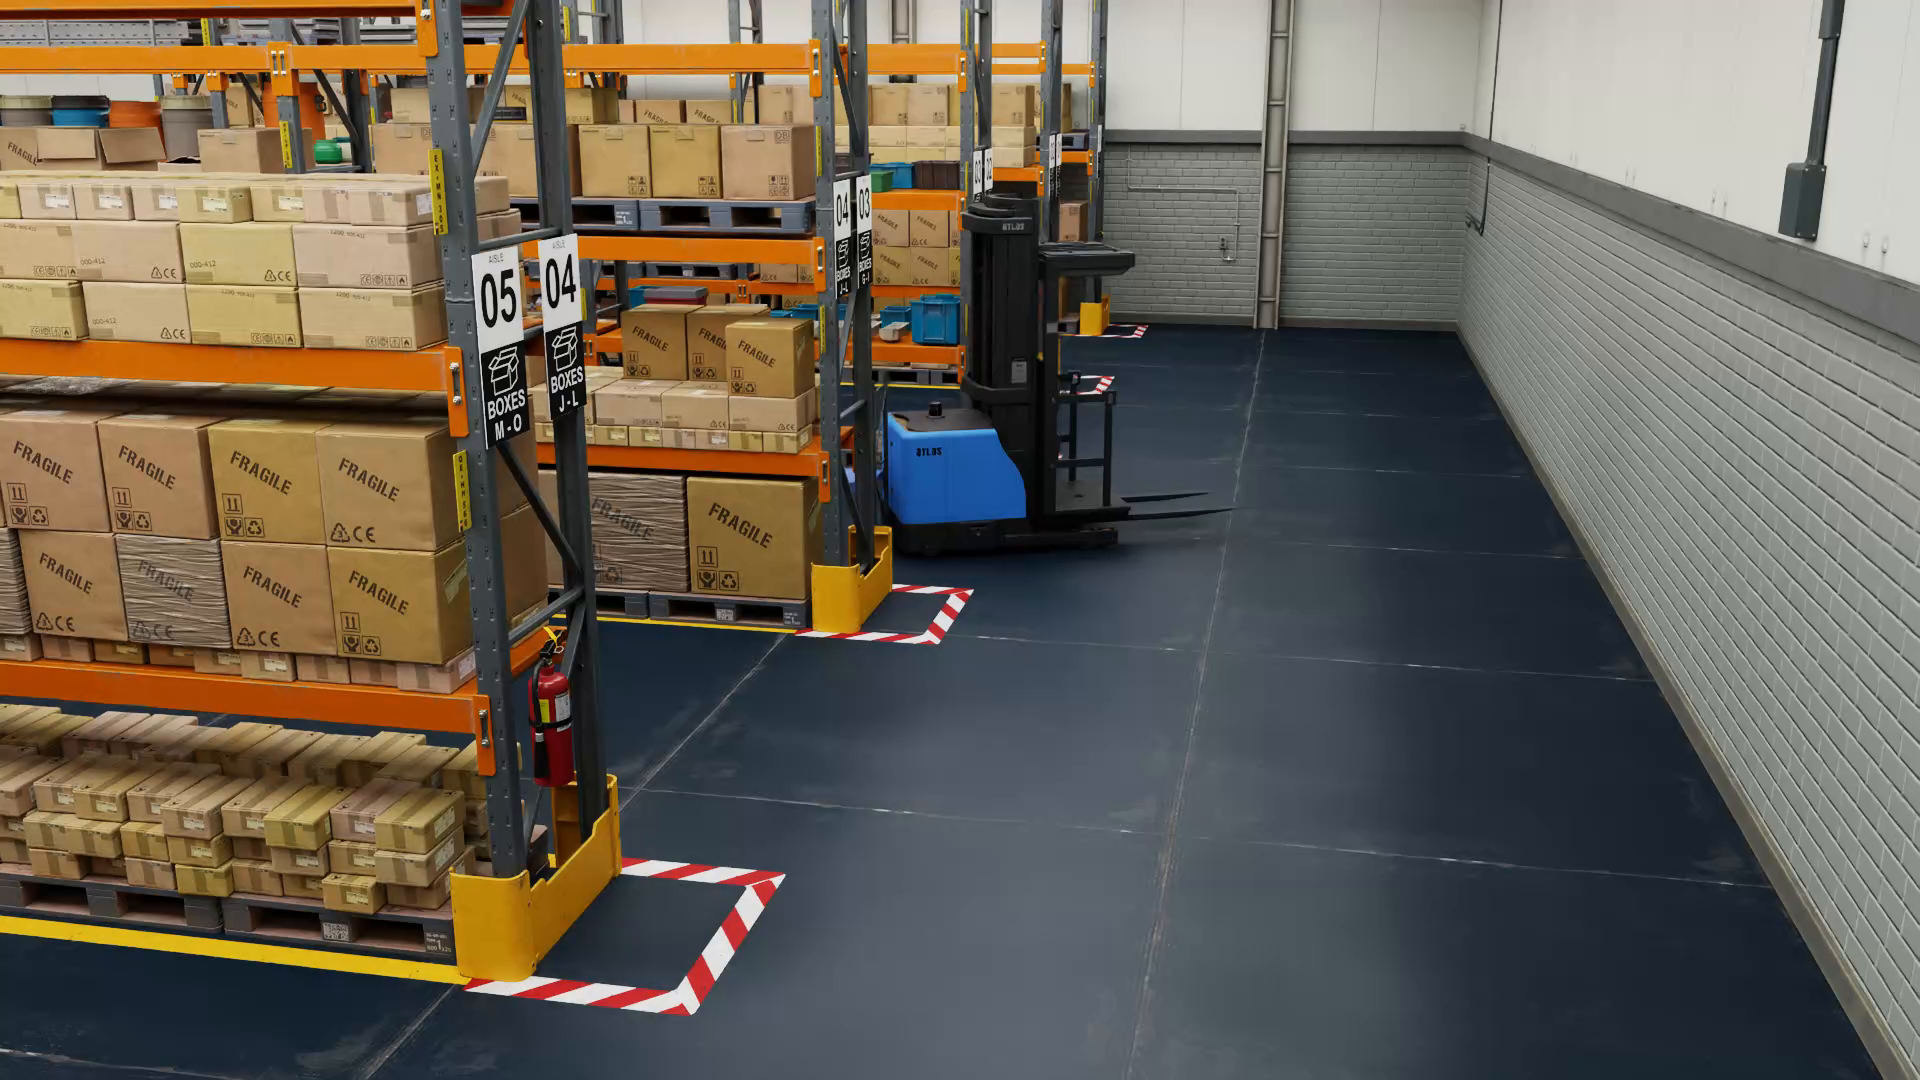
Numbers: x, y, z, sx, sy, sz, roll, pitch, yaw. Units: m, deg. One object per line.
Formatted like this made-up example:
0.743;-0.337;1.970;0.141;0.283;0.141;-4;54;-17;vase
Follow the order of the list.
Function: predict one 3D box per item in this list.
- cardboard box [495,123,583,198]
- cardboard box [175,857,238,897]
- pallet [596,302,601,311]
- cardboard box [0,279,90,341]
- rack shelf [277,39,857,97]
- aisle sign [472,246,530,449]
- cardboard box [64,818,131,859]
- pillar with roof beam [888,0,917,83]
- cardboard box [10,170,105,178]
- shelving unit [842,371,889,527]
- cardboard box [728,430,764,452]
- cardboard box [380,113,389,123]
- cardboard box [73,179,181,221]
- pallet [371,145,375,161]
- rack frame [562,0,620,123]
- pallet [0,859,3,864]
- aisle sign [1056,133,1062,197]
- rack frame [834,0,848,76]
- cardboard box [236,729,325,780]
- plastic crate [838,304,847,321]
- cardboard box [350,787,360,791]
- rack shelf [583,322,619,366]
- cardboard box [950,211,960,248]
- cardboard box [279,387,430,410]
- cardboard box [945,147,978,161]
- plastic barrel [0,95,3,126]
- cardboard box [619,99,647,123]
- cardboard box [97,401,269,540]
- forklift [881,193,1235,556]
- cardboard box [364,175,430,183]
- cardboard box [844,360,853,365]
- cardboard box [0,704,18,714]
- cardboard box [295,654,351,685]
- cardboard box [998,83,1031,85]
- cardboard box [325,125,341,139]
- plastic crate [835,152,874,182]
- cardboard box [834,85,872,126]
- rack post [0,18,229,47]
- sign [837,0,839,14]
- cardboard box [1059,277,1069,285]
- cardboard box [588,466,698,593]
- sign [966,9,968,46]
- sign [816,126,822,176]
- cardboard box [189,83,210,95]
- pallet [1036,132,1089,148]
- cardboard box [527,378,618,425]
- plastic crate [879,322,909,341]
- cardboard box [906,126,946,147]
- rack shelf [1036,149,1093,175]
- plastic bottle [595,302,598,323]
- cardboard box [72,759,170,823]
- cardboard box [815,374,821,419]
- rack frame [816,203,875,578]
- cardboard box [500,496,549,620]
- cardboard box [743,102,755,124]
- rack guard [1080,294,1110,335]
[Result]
-2.957;-2.762;12.065;0.500;0.500;0.700;4;16;14;cardboard box
-3.492;1.534;7.890;0.250;0.149;0.380;2;16;9;cardboard box
-6.470;-3.937;28.309;1.213;0.211;1.003;3;16;11;pallet
-3.922;-1.040;7.290;0.500;0.250;0.500;4;16;14;cardboard box
-2.786;-3.384;11.948;4.000;0.370;1.077;3;16;11;rack shelf
-1.902;-0.804;6.906;0.004;0.787;0.394;3;16;11;aisle sign
-4.030;1.364;7.946;0.250;0.149;0.380;3;16;12;cardboard box
-1.784;-6.980;22.833;0.400;9.000;9.100;3;16;11;pillar with roof beam
-4.200;-1.646;7.792;0.250;0.149;0.380;3;16;11;cardboard box
-1.171;-0.654;14.044;1.048;1.500;0.538;3;16;10;shelving unit
-1.496;-0.751;12.055;0.250;0.149;0.380;3;16;12;cardboard box
-10.054;-7.047;28.469;0.500;0.500;0.500;4;16;13;cardboard box
-3.547;-1.457;7.112;0.250;0.149;0.380;3;16;12;cardboard box
-7.371;-5.310;22.777;1.003;0.211;1.213;4;16;14;pallet
-3.759;-5.325;16.860;0.127;3.000;1.000;3;16;11;rack frame
-5.168;1.524;8.595;1.213;0.211;1.003;3;16;11;pallet
1.277;-4.843;21.487;0.004;0.787;0.394;3;16;11;aisle sign
-1.785;-7.917;26.216;0.127;3.000;1.000;3;16;11;rack frame
-3.404;1.095;8.358;0.250;0.149;0.380;4;16;13;cardboard box
-1.306;-2.339;17.518;0.300;0.233;0.416;3;16;11;plastic crate
-2.890;1.280;8.248;0.250;0.149;0.380;3;16;12;cardboard box
-5.719;-2.194;18.141;4.000;0.370;1.077;3;16;11;rack shelf
0.165;-4.026;21.345;0.500;0.500;0.500;4;16;13;cardboard box
-2.796;-0.426;7.792;0.500;0.500;0.500;4;16;13;cardboard box
0.108;-4.878;21.146;0.500;0.250;0.500;3;16;11;cardboard box
-11.057;-4.577;18.837;0.708;0.901;0.600;3;16;11;plastic barrel
-4.555;-5.590;22.275;0.600;0.600;0.600;2;16;9;cardboard box
-3.419;-0.319;7.406;0.500;0.500;0.500;4;16;14;cardboard box
0.876;-1.465;14.289;3.031;2.935;1.130;-4;16;-13;forklift
-2.432;-1.535;7.393;0.250;0.149;0.380;4;16;13;cardboard box
-1.550;-2.454;22.216;0.250;0.166;0.380;3;16;11;cardboard box
-5.174;0.992;8.730;0.250;0.149;0.380;3;16;12;cardboard box
-2.774;0.512;7.497;0.250;0.149;0.380;3;16;11;cardboard box
0.875;-6.795;25.688;0.500;0.500;0.500;4;16;13;cardboard box
-8.746;-5.613;23.013;0.500;0.250;0.500;2;16;6;cardboard box
-1.281;-3.790;17.054;0.767;0.338;0.504;3;16;11;plastic crate
-1.331;-5.601;21.413;0.500;0.500;0.700;3;16;11;cardboard box
-9.652;-5.765;18.073;3.121;1.000;1.013;3;16;11;rack post
-1.881;-8.263;25.566;0.005;0.325;0.100;3;16;11;sign
1.592;-4.180;26.645;0.250;0.149;0.380;3;16;11;cardboard box
-2.361;-0.166;12.665;0.875;0.875;0.875;3;16;11;cardboard box
0.067;-4.812;15.612;0.005;0.325;0.100;3;16;11;sign
-0.948;-2.619;11.197;0.005;0.325;0.100;3;16;11;sign
-12.733;-7.526;28.324;0.500;0.500;0.500;3;16;10;cardboard box
1.406;-6.253;25.993;1.213;0.211;1.003;3;16;11;pallet
-2.861;-1.034;12.330;0.500;0.250;0.500;3;16;11;cardboard box
-0.674;-2.119;16.906;0.243;0.136;0.396;3;16;11;plastic crate
-0.382;-5.146;21.176;0.500;0.250;0.500;3;16;11;cardboard box
0.175;-6.018;26.328;4.000;0.370;1.077;3;16;11;rack shelf
-4.033;-2.509;18.150;0.133;0.283;0.061;3;16;11;plastic bottle
-4.011;1.201;7.978;0.250;0.149;0.380;3;16;11;cardboard box
-1.243;-1.093;12.543;0.500;0.250;0.500;3;16;10;cardboard box
-0.826;-0.926;12.215;0.127;3.000;1.000;3;16;11;rack frame
-2.298;0.079;7.845;0.500;0.500;0.500;4;16;14;cardboard box
-3.184;-6.820;26.863;0.500;0.500;0.700;3;16;10;cardboard box
2.159;-3.607;26.578;0.348;0.500;1.175;3;16;11;rack guard
